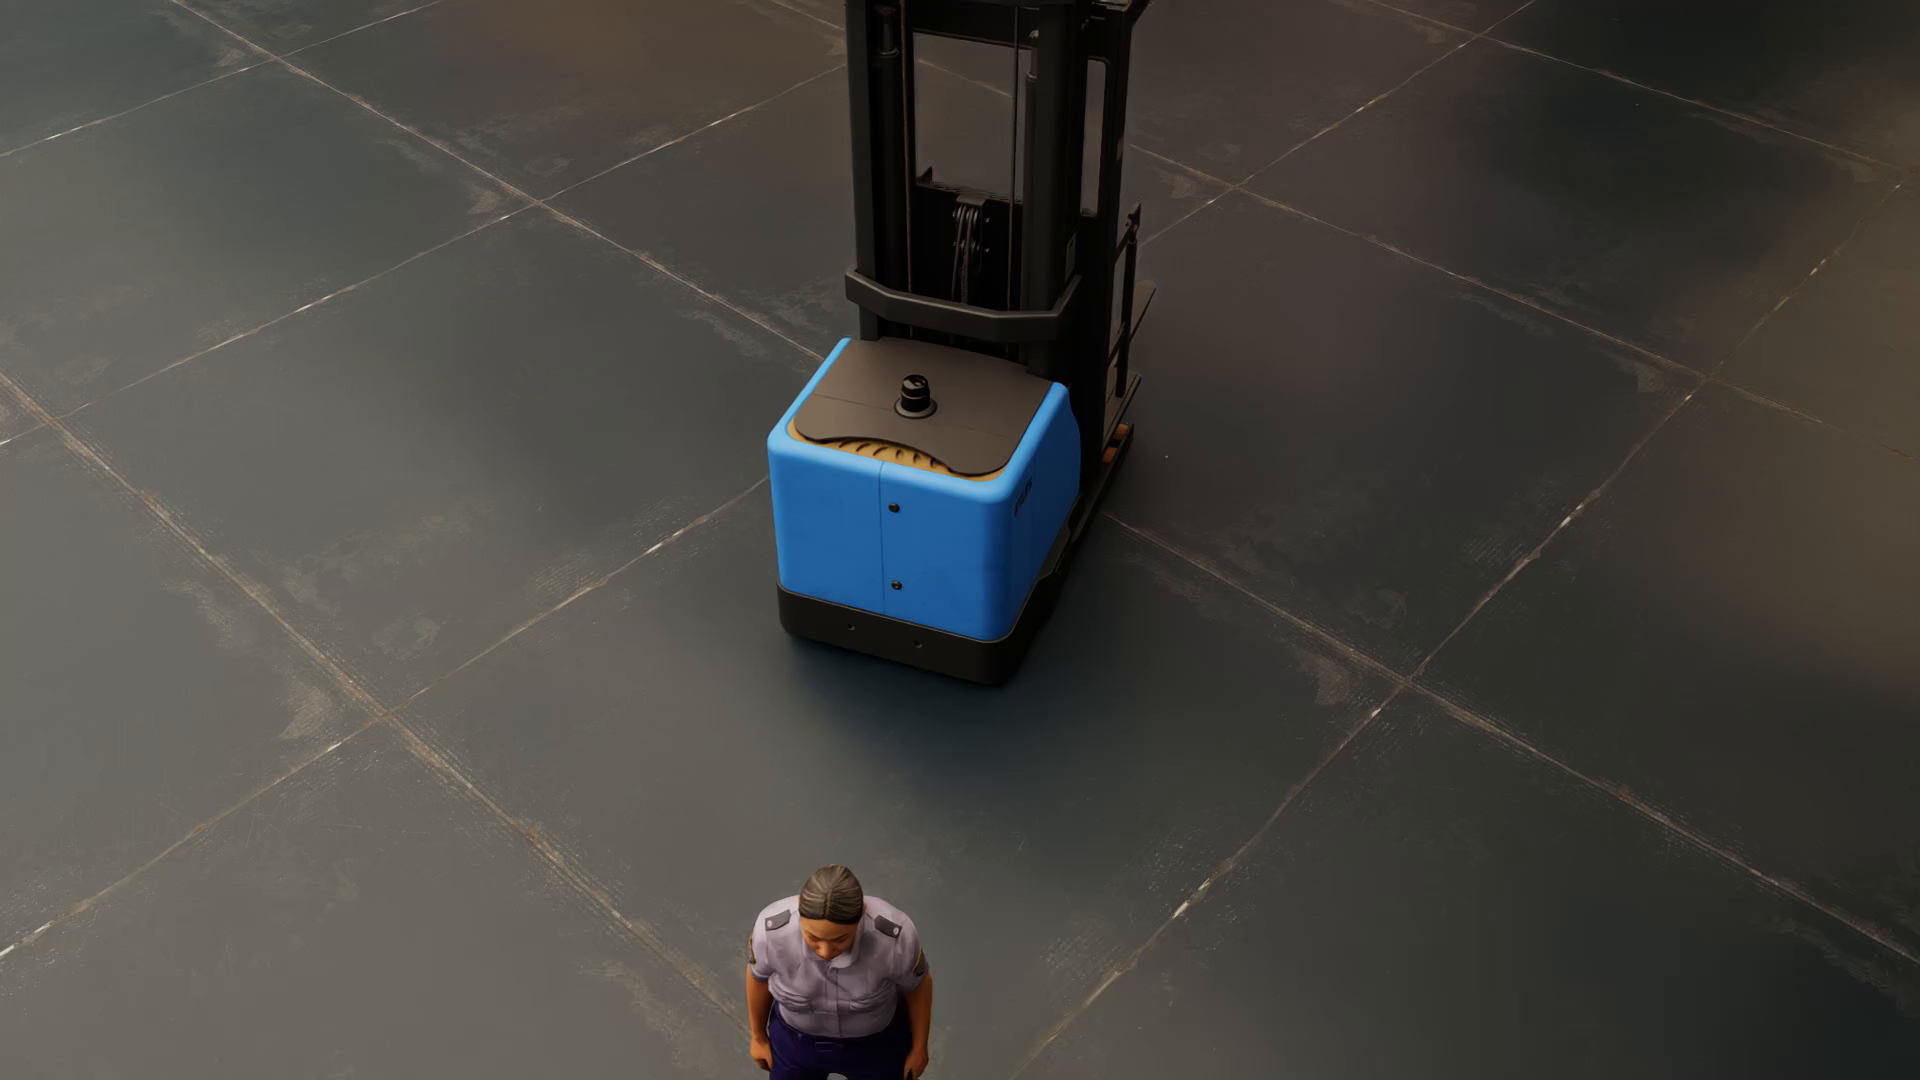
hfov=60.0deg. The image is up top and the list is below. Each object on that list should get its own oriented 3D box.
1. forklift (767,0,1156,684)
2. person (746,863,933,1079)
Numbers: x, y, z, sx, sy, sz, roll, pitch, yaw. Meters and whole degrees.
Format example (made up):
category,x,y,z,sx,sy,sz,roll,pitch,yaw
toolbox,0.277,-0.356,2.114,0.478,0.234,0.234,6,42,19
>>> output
category,x,y,z,sx,sy,sz,roll,pitch,yaw
forklift,0.211,-1.484,7.158,1.130,2.935,3.031,14,42,15
person,-0.352,1.429,4.748,0.547,1.650,0.373,4,41,4
